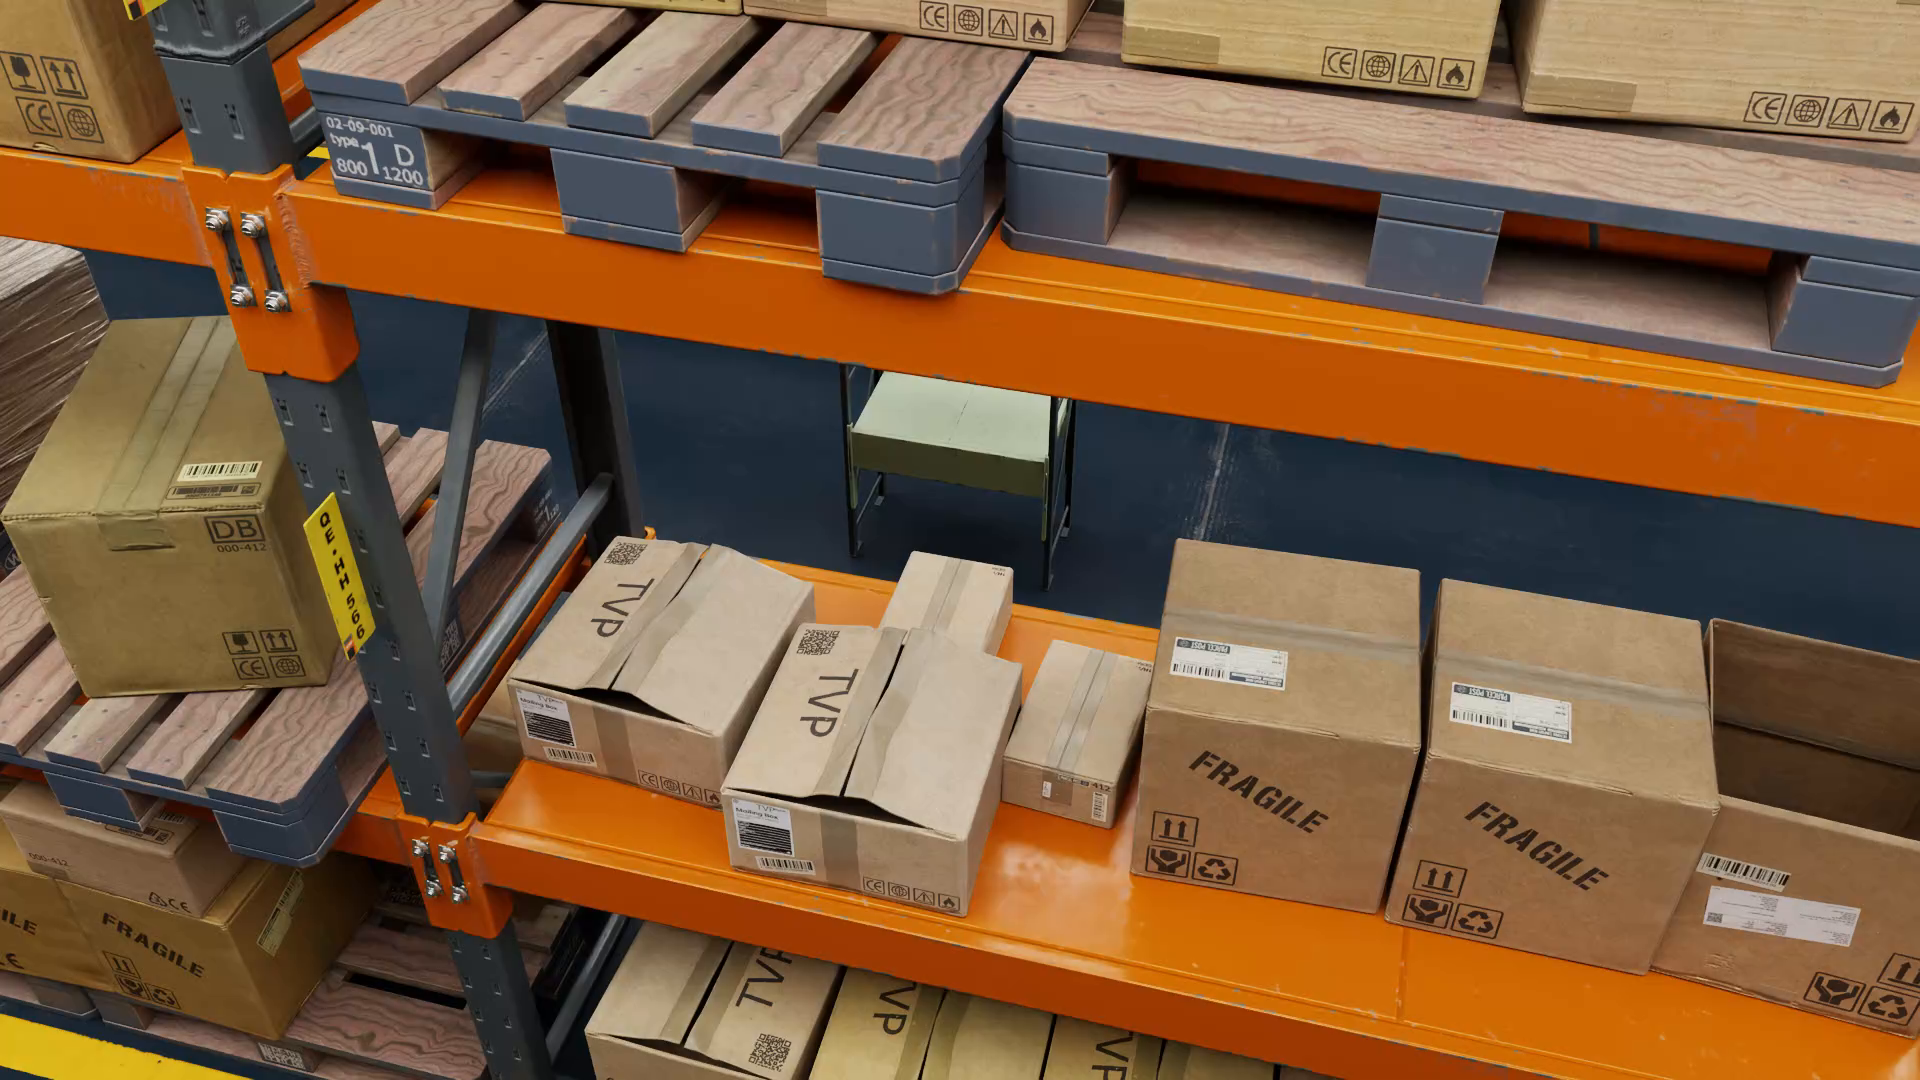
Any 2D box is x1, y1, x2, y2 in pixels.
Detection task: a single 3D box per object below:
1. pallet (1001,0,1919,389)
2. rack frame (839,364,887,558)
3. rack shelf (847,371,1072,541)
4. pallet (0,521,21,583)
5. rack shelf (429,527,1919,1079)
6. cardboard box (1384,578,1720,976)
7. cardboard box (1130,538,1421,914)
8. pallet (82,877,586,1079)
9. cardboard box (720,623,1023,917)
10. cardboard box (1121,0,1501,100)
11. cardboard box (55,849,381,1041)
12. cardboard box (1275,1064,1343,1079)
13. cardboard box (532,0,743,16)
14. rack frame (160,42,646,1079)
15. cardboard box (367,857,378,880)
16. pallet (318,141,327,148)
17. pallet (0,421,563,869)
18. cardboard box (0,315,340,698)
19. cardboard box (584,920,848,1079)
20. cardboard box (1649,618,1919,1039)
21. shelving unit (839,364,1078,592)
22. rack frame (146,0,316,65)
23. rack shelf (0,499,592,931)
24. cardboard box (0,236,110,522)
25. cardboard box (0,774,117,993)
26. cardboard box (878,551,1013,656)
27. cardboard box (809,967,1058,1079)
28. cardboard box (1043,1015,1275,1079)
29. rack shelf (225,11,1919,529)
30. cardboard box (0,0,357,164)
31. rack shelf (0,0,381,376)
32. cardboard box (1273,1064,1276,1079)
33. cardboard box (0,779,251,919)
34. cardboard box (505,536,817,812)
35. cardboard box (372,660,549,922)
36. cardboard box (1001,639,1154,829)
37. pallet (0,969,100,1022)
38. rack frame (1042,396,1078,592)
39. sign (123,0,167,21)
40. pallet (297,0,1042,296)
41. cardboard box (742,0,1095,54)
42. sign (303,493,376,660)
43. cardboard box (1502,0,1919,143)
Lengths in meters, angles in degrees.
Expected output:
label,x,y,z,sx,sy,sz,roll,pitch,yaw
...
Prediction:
label,x,y,z,sx,sy,sz,roll,pitch,yaw
pallet,0.777,-0.693,2.557,1.213,0.211,1.003,12,41,13
rack frame,-0.347,-0.634,5.839,0.023,1.500,0.400,10,41,11
rack shelf,0.006,-0.324,5.976,0.720,0.370,0.431,10,41,11
pallet,-2.862,-0.105,4.191,1.213,0.211,1.003,10,41,11
rack shelf,0.949,0.750,3.584,4.000,0.370,1.077,10,41,11
cardboard box,1.151,0.460,3.292,0.500,0.500,0.500,10,41,11
cardboard box,0.642,0.373,3.396,0.500,0.500,0.500,8,41,9
pallet,-1.694,1.063,4.821,1.213,0.211,1.003,10,41,11
cardboard box,-0.169,0.446,3.456,0.500,0.311,0.500,9,41,11
cardboard box,0.531,-0.891,2.436,0.500,0.250,0.500,9,41,11
cardboard box,-1.947,0.922,4.422,0.500,0.500,0.500,11,41,13
cardboard box,0.946,1.343,3.694,0.500,0.311,0.500,9,41,11
cardboard box,-0.530,-1.069,2.648,0.500,0.250,0.500,7,41,8
rack frame,-0.983,0.142,3.748,0.127,3.000,1.000,10,41,11
cardboard box,-1.856,0.594,4.811,0.500,0.500,0.500,8,41,10
pallet,-2.828,-2.377,8.917,1.213,0.211,1.003,10,41,11
pallet,-1.656,0.147,3.892,1.003,0.211,1.213,10,41,11
cardboard box,-1.620,-0.091,3.622,0.500,0.500,0.700,-3,40,-3
cardboard box,-0.553,1.089,3.996,0.500,0.311,0.500,11,41,13
cardboard box,1.635,0.544,3.193,0.500,0.500,0.500,13,42,15
shelving unit,0.006,-0.573,5.766,0.755,1.500,0.431,10,41,11
rack frame,-0.983,-2.155,1.819,0.127,3.000,1.000,10,41,11
rack shelf,-2.915,0.085,4.375,4.000,0.370,1.077,10,41,11
cardboard box,-2.454,-0.362,3.944,0.500,0.500,0.700,17,43,20
cardboard box,-2.447,0.835,4.525,0.500,0.500,0.500,8,41,10
cardboard box,-0.042,0.216,3.855,0.250,0.149,0.380,10,41,11
cardboard box,-0.043,1.171,3.898,0.500,0.311,0.500,9,41,10
cardboard box,0.449,1.258,3.796,0.500,0.311,0.500,9,41,10
rack shelf,0.949,-0.398,2.619,4.000,0.370,1.077,10,41,11
cardboard box,-1.413,-1.096,2.813,0.500,0.500,0.910,10,41,11
rack shelf,-2.915,-1.063,3.411,4.000,0.370,1.077,10,41,11
cardboard box,0.932,1.555,3.877,0.500,0.250,0.500,11,41,12
cardboard box,-2.002,0.628,4.189,0.500,0.250,0.500,11,41,13
cardboard box,-0.643,0.264,3.672,0.500,0.311,0.500,12,42,14
cardboard box,-1.348,0.678,4.712,0.500,0.500,0.500,11,41,13
cardboard box,0.264,0.416,3.618,0.250,0.149,0.380,13,42,15
pallet,-2.869,0.859,5.064,1.213,0.211,1.003,10,41,11
rack frame,0.360,-0.512,5.694,0.023,1.500,0.400,10,41,11
sign,-1.125,-0.867,2.216,0.005,0.325,0.100,10,41,11
pallet,-0.304,-0.877,2.776,1.003,0.211,1.213,12,41,13
cardboard box,-0.019,-0.993,2.558,0.500,0.250,0.500,11,41,13
sign,-1.114,0.068,2.998,0.005,0.325,0.100,10,41,11
cardboard box,1.050,-0.801,2.329,0.500,0.250,0.500,7,40,8
